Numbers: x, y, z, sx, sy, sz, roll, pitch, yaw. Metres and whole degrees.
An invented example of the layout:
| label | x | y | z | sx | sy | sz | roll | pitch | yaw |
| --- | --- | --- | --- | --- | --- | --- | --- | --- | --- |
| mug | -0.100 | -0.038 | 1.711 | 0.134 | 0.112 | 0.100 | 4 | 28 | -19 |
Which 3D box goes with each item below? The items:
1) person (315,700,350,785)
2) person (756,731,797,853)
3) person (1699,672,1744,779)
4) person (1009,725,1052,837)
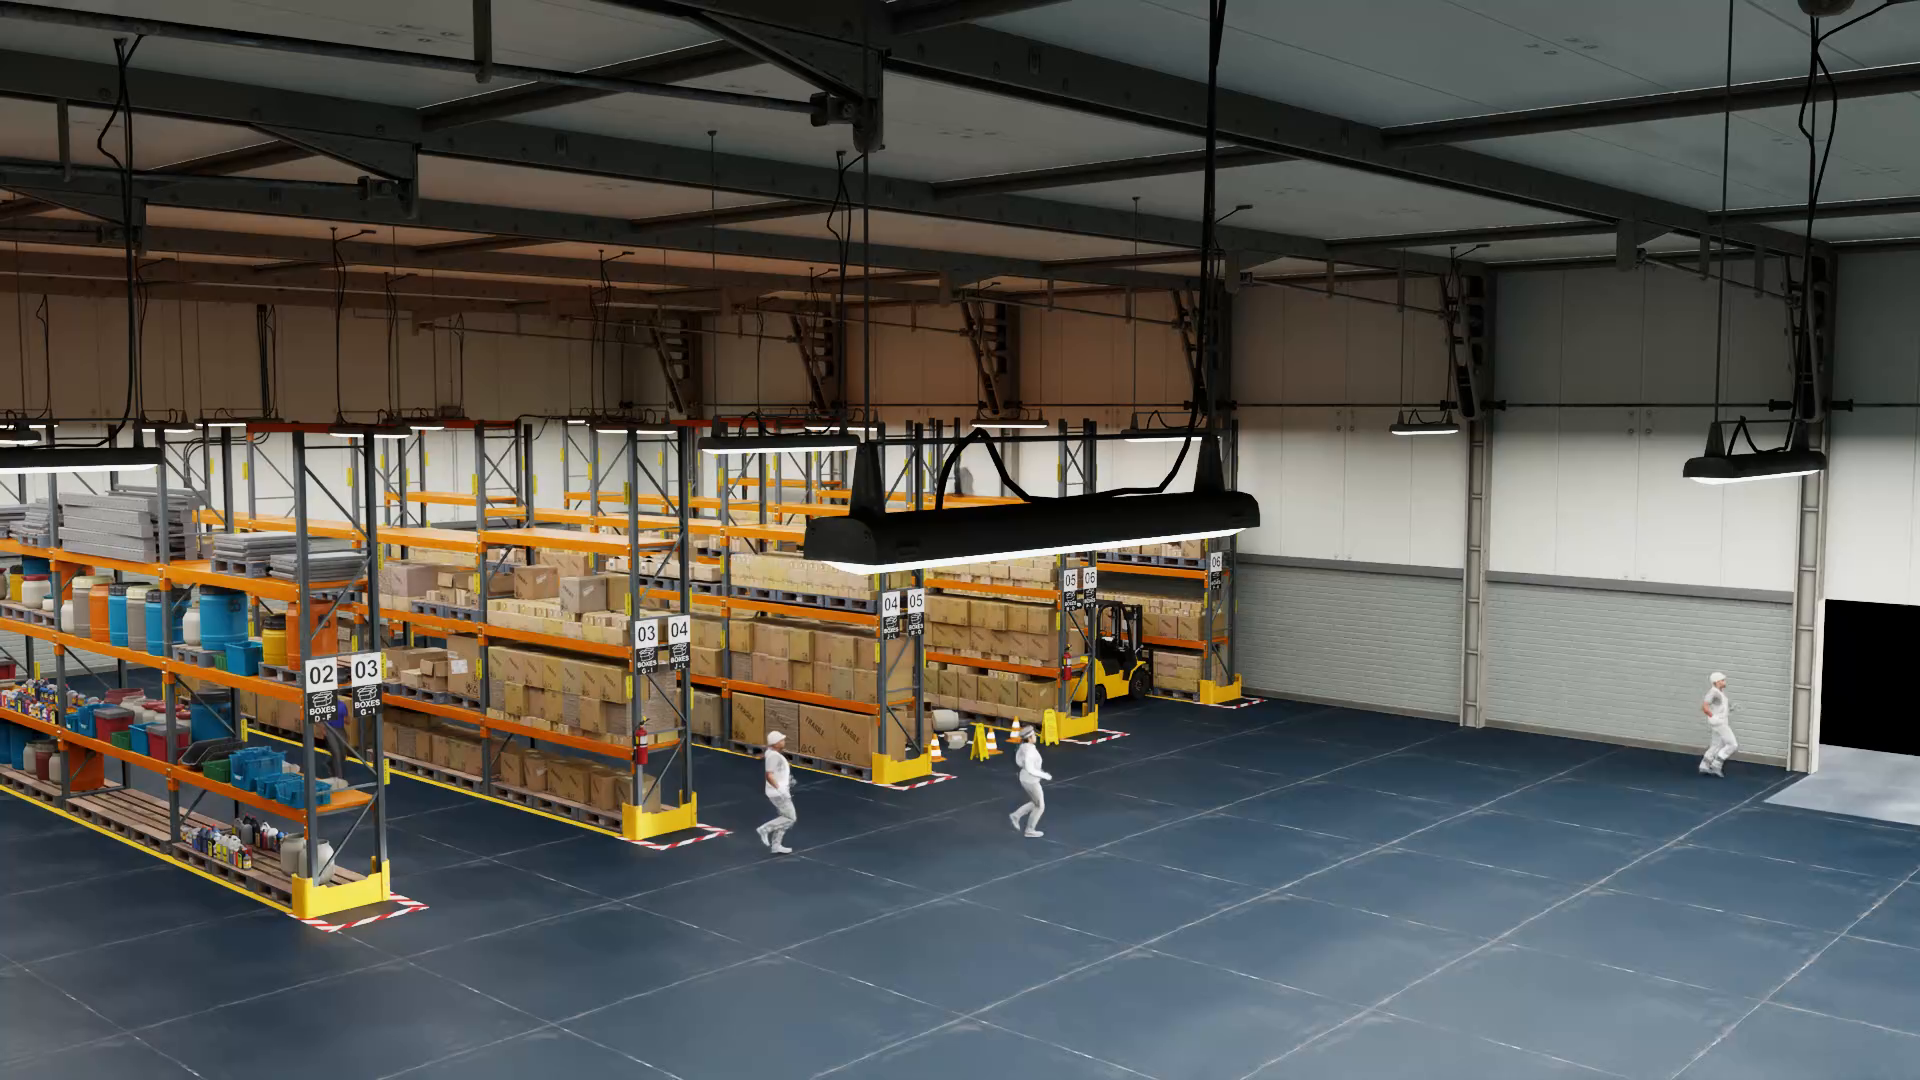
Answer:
| label | x | y | z | sx | sy | sz | roll | pitch | yaw |
| --- | --- | --- | --- | --- | --- | --- | --- | --- | --- |
| person | -10.448 | 3.256 | 27.725 | 0.834 | 1.612 | 0.588 | 4 | 6 | 40 |
| person | -2.587 | 3.557 | 23.441 | 0.605 | 1.740 | 0.687 | -1 | 5 | -13 |
| person | 12.915 | 3.142 | 28.193 | 0.659 | 1.797 | 0.636 | 2 | 5 | 25 |
| person | 1.028 | 3.521 | 24.286 | 0.560 | 1.648 | 0.612 | -1 | 5 | -10 |
